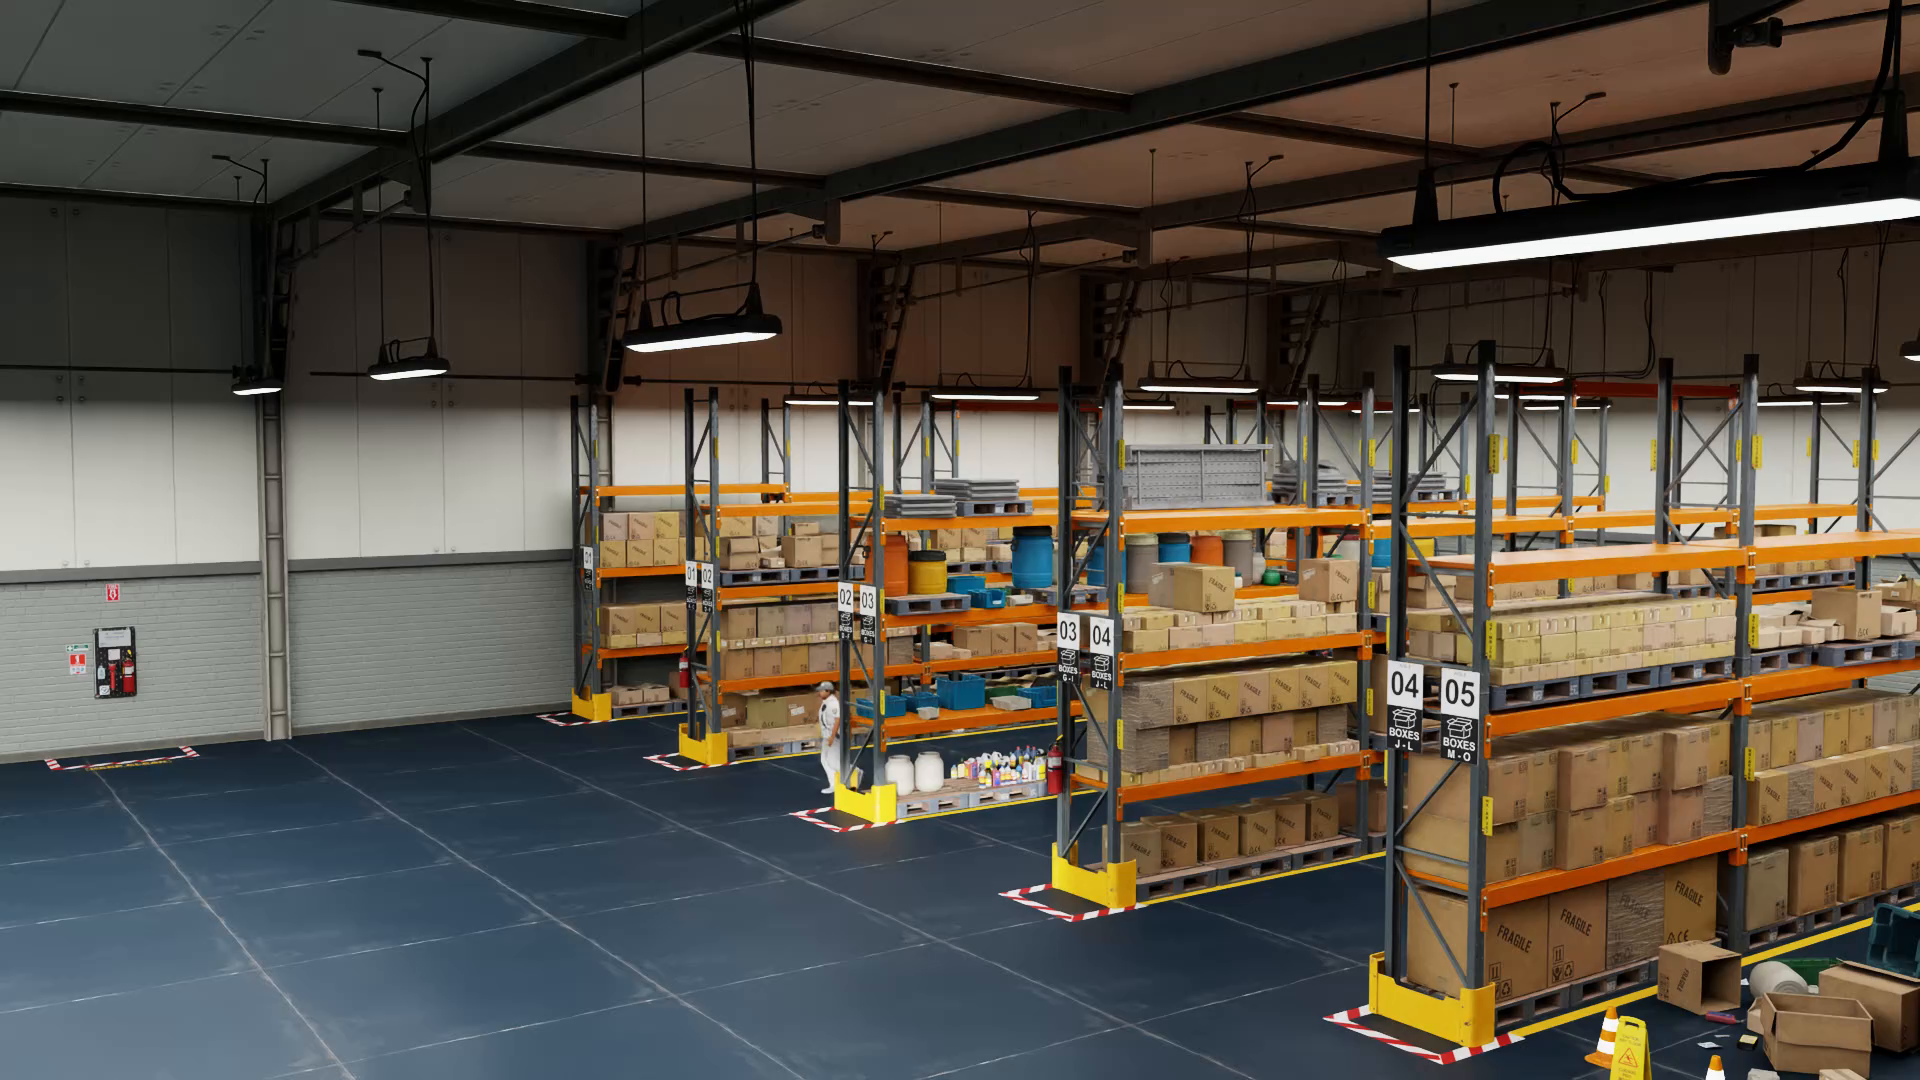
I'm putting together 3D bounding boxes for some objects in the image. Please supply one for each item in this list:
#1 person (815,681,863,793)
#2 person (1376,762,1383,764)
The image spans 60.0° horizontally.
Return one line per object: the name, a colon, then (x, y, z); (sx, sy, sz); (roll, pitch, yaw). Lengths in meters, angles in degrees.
person: (-1.811, 2.888, 24.418); (0.631, 1.634, 0.537); (-1, 4, -18)
person: (6.529, 2.752, 26.420); (0.639, 1.699, 0.498); (-2, 4, -33)
